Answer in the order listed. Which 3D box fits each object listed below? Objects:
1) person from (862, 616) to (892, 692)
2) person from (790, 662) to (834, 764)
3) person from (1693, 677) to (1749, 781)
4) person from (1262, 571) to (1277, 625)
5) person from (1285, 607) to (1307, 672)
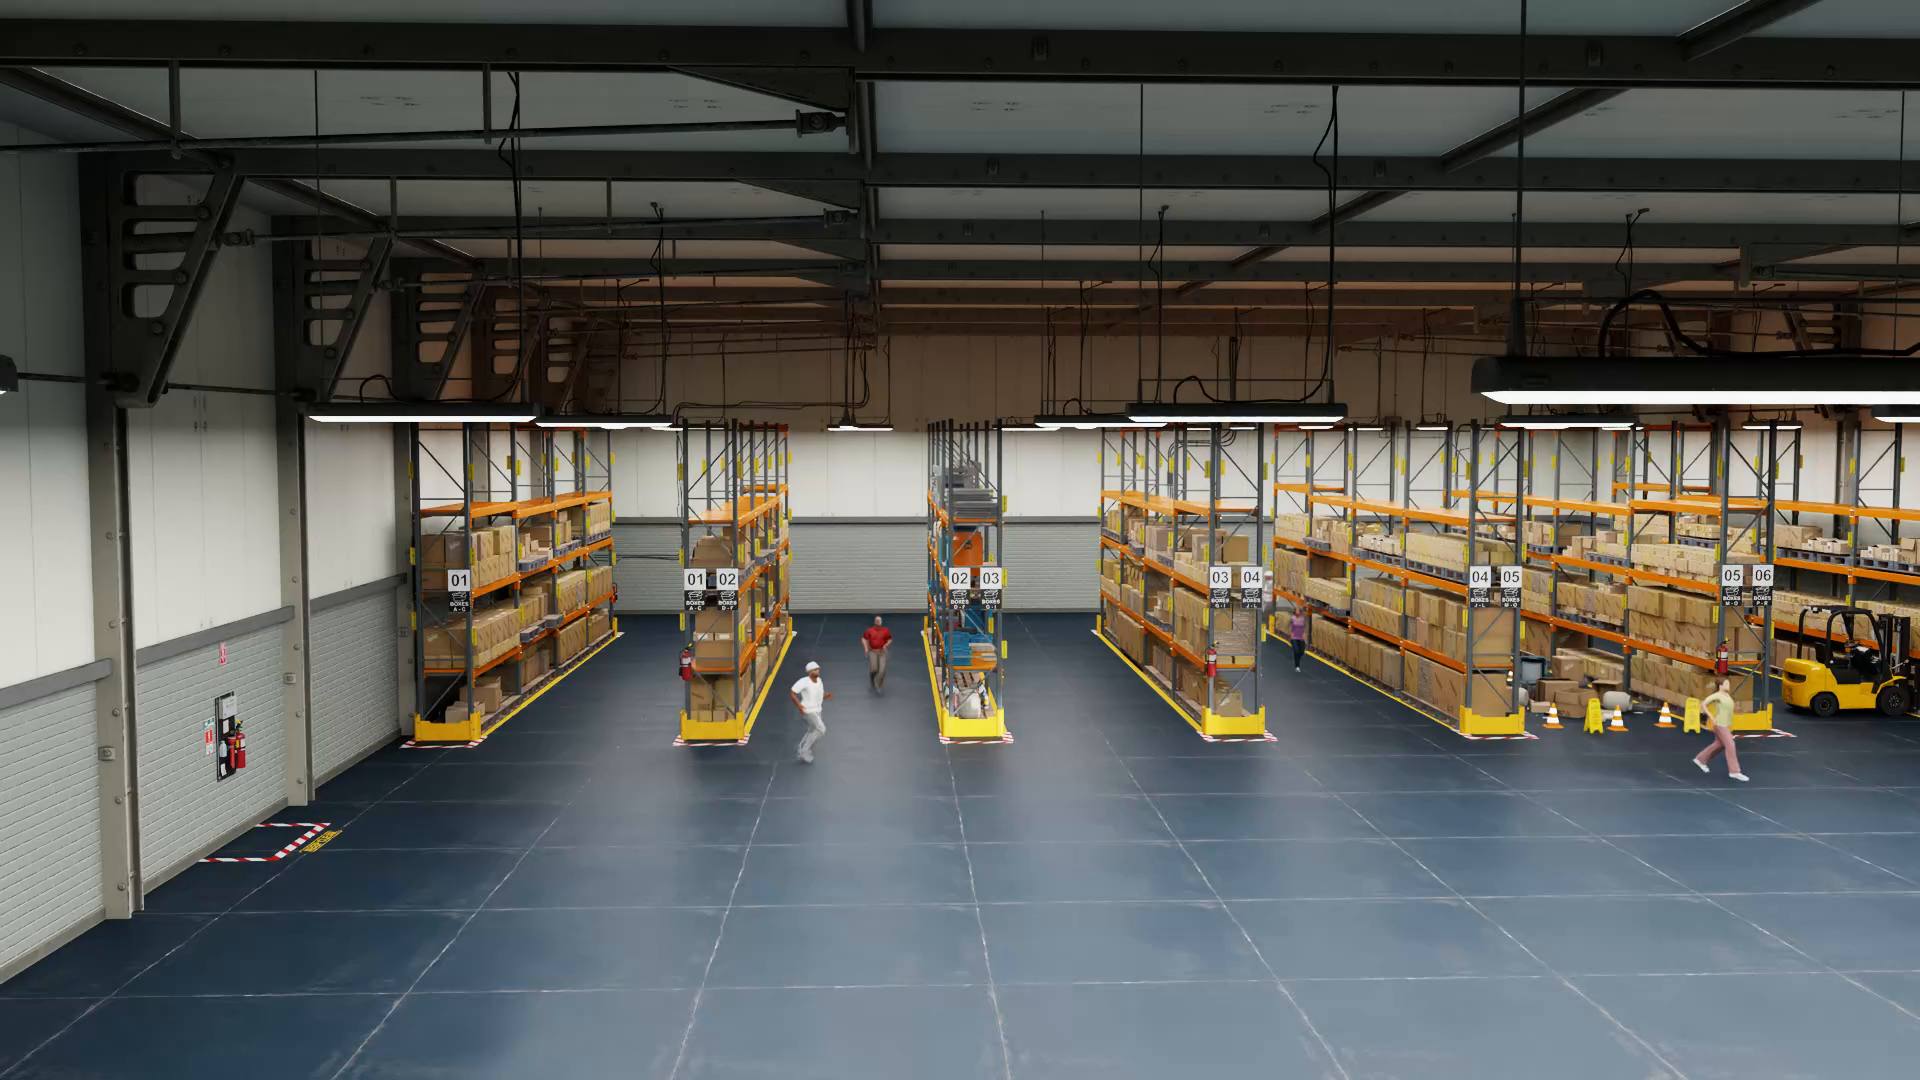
[{"bbox_3d":[-1.812,2.529,36.762,0.658,1.682,0.591,-1,4,-11],"label":"person"},{"bbox_3d":[-2.539,2.999,28.955,0.679,1.767,0.668,2,4,25],"label":"person"},{"bbox_3d":[12.631,3.091,27.555,0.577,1.663,0.947,-3,5,-43],"label":"person"},{"bbox_3d":[9.036,1.742,48.996,0.565,1.689,0.901,0,4,-5],"label":"person"},{"bbox_3d":[8.097,2.384,40.058,0.549,1.572,0.542,0,4,-2],"label":"person"}]
